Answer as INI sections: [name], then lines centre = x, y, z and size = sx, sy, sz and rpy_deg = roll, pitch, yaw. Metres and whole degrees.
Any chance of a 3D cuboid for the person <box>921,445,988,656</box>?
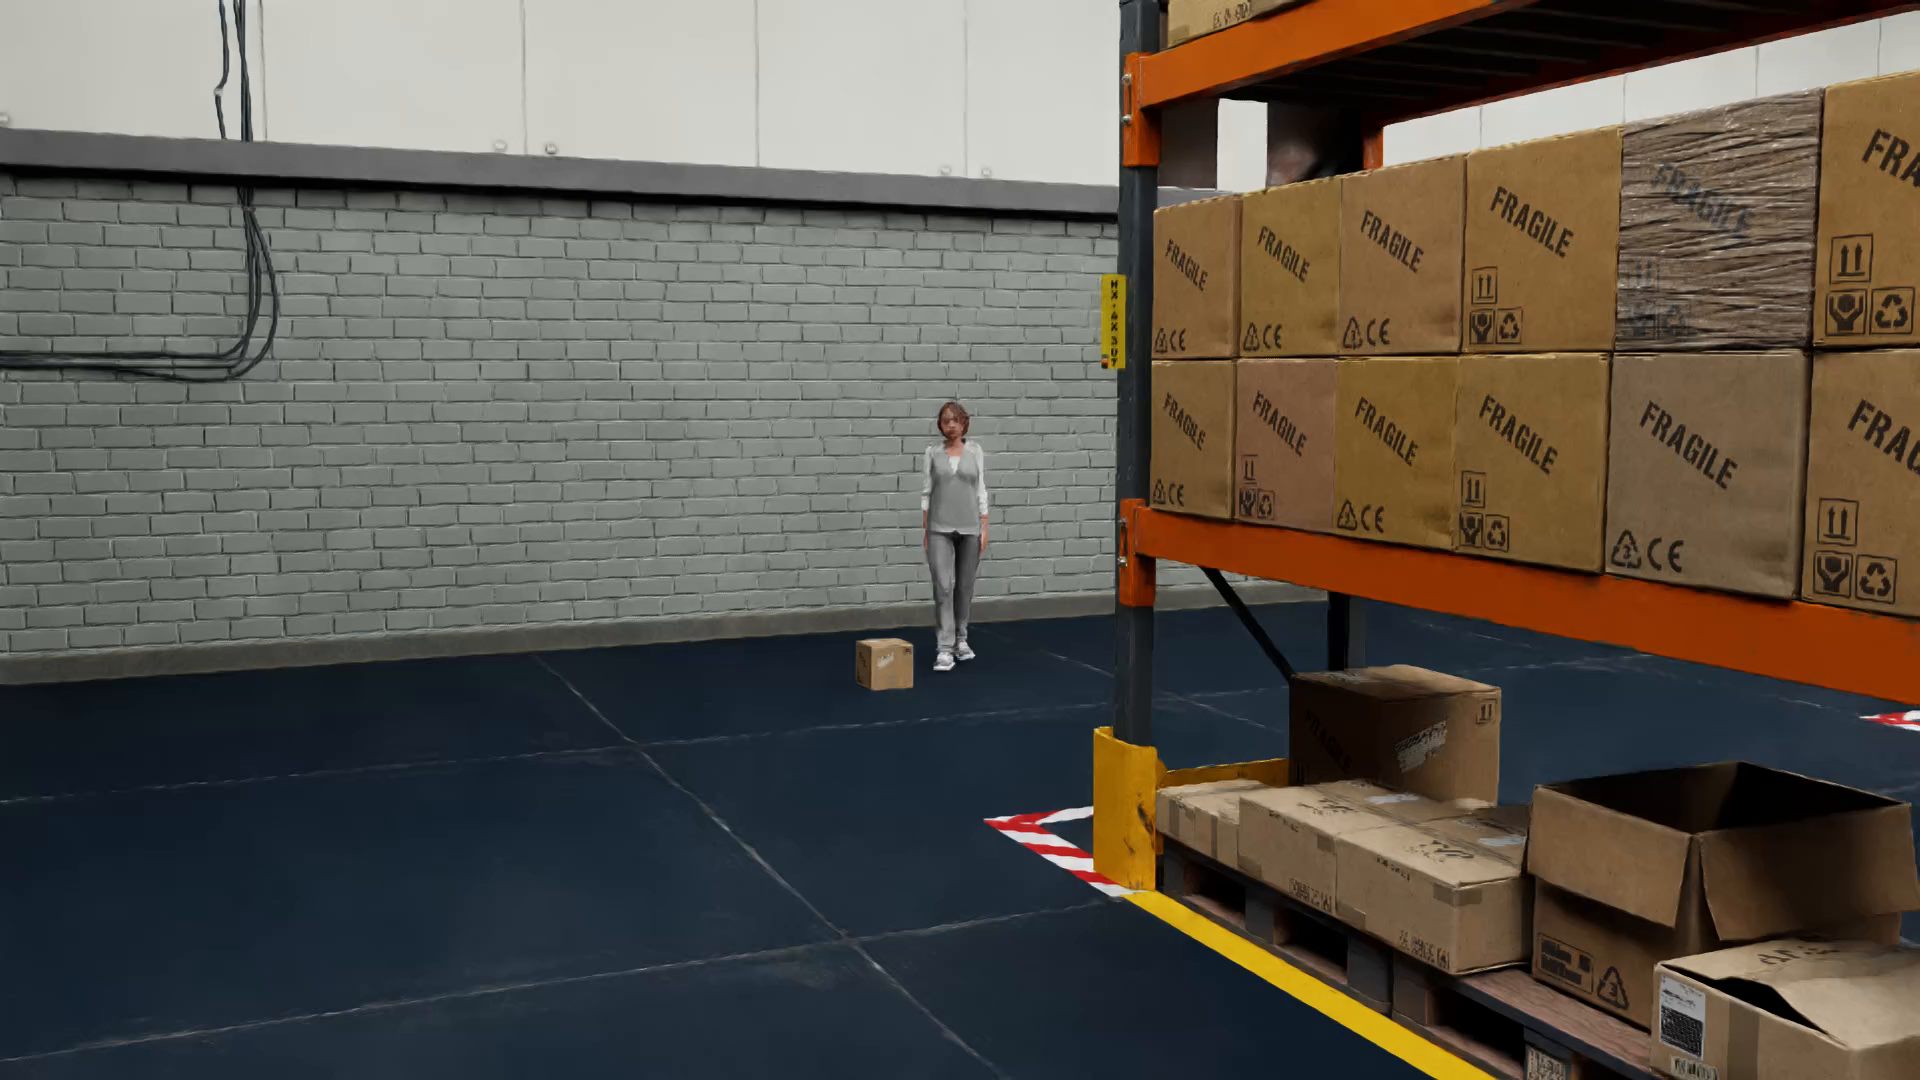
[person]
centre = -0.035, 0.050, 10.090
size = 0.404, 1.276, 0.491
rpy_deg = -1, 6, -6
